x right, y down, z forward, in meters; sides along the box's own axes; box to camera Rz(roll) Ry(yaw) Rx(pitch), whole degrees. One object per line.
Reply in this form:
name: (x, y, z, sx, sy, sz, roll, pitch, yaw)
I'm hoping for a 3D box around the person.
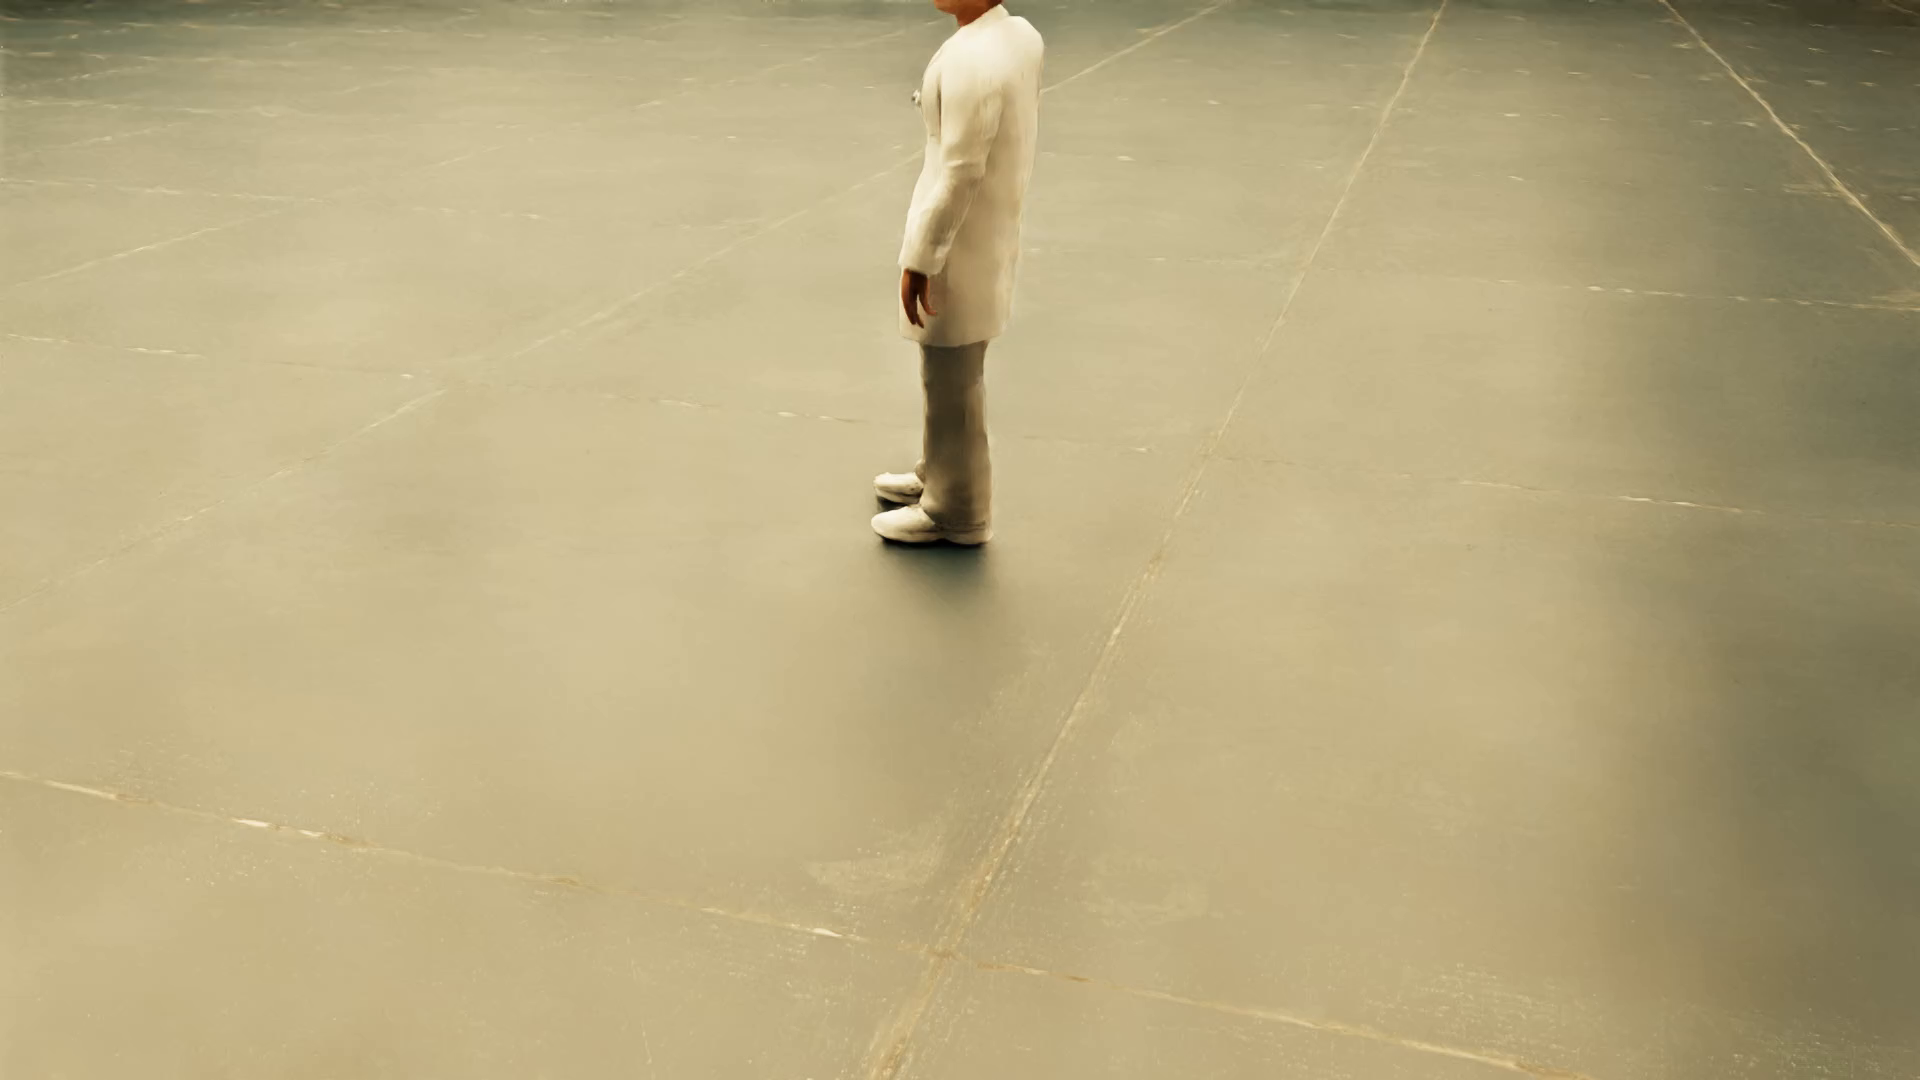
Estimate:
person: (-0.085, -0.841, 4.808, 0.579, 1.776, 0.694, 7, 23, 16)
